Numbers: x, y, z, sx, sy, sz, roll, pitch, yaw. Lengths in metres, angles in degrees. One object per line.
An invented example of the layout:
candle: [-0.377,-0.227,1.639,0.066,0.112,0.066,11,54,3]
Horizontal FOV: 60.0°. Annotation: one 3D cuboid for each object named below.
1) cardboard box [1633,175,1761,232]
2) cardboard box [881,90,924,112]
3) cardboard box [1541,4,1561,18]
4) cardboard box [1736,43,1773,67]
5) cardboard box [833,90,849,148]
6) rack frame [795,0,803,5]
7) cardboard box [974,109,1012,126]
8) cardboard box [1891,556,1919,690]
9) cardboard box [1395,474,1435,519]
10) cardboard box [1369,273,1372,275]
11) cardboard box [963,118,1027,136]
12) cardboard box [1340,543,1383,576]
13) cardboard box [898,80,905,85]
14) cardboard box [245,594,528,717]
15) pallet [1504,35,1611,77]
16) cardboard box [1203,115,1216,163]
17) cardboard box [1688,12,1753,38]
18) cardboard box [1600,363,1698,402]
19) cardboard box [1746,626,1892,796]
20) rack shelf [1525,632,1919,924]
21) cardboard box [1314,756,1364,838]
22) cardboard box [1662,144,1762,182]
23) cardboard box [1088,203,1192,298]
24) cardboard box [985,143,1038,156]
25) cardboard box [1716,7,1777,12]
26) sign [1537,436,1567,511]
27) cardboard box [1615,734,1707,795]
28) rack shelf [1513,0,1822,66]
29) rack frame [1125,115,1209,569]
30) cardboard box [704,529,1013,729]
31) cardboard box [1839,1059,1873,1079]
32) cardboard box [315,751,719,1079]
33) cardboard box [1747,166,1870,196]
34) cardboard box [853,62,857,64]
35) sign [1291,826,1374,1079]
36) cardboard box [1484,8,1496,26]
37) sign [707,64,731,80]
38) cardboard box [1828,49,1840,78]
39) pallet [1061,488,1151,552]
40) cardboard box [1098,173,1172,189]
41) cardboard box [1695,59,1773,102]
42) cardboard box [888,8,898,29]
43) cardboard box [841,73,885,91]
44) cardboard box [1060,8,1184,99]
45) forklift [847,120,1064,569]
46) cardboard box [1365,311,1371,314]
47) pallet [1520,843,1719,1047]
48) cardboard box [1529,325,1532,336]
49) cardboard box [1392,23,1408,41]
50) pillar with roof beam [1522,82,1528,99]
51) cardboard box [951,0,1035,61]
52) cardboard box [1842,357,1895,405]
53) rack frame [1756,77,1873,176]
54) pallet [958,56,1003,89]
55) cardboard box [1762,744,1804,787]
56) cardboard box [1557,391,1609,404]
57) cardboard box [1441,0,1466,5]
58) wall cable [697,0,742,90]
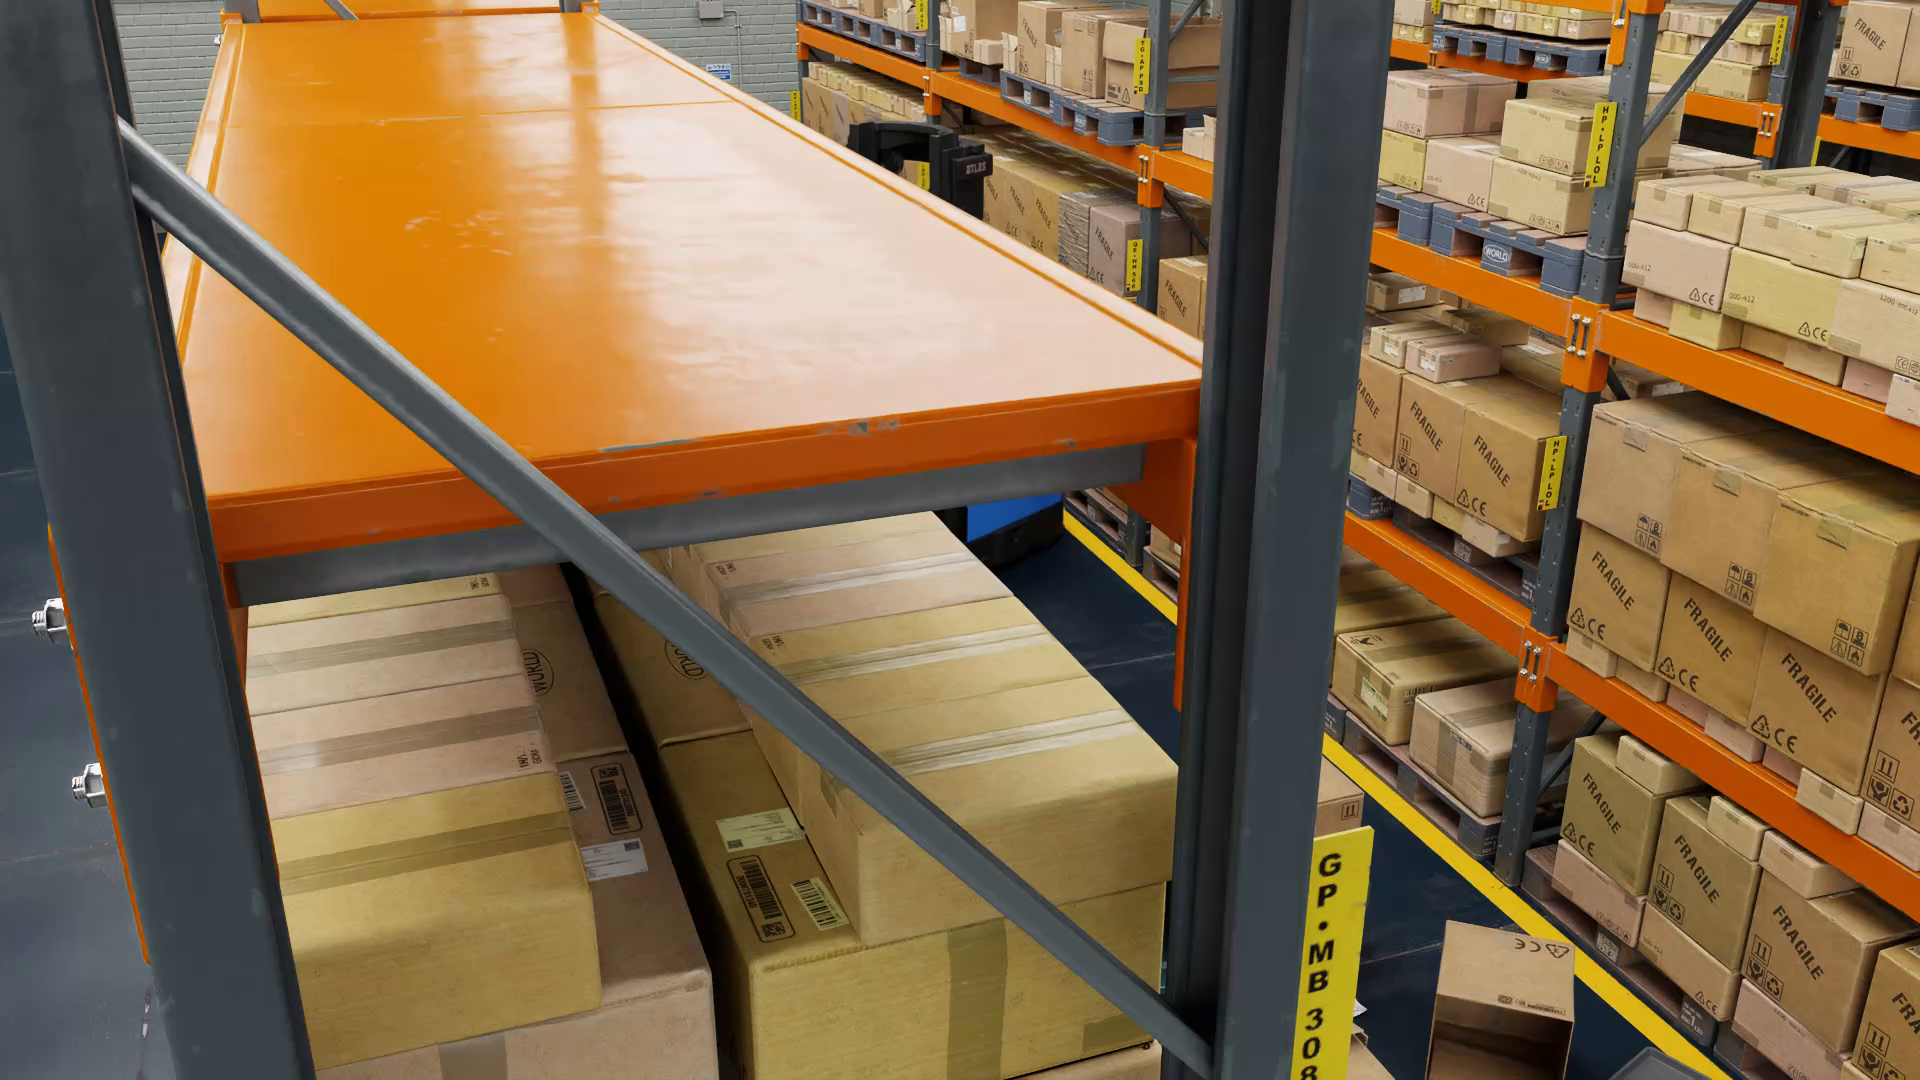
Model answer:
cardboard box: [2.840,-1.301,6.409,0.380,0.149,0.250,-9,24,-20]
cardboard box: [-0.497,-3.985,15.092,0.380,0.149,0.250,-9,24,-19]
cardboard box: [5.065,-4.431,13.810,0.380,0.149,0.250,-8,24,-19]
cardboard box: [5.913,-3.555,12.140,0.380,0.149,0.250,-8,24,-18]
cardboard box: [-0.924,-4.107,16.216,0.500,0.500,0.500,-9,24,-19]
rack frame: [-1.205,-6.951,16.656,1.000,3.000,0.127,-8,24,-19]
cardboard box: [0.339,-3.689,14.389,0.380,0.149,0.250,-9,24,-20]
cardboard box: [3.568,0.271,5.445,0.700,0.500,0.500,-9,24,-19]
cardboard box: [2.393,-0.240,8.240,0.380,0.149,0.250,-9,24,-20]
cardboard box: [2.235,-1.343,10.022,0.500,0.500,0.500,-9,24,-20]
cardboard box: [0.266,-3.446,14.648,0.500,0.500,0.500,-8,24,-19]
cardboard box: [2.079,0.211,10.229,0.950,0.372,0.625,-9,24,-20]
cardboard box: [-0.389,-4.433,16.155,0.380,0.149,0.250,-8,24,-18]
cardboard box: [-0.762,0.210,2.156,0.380,0.149,0.250,-8,24,-18]
pallet: [5.384,-4.088,13.967,1.213,0.211,1.003,-8,24,-19]
cardboard box: [1.663,-2.369,9.821,0.396,0.266,0.258,-8,24,-19]
cardboard box: [5.730,-3.880,12.528,0.380,0.149,0.250,-9,25,-21]
cardboard box: [3.199,-0.721,7.712,0.380,0.149,0.250,-8,24,-19]
cardboard box: [3.293,0.552,6.066,0.500,0.500,0.500,-9,24,-19]
rack shelf: [3.741,1.232,5.891,1.077,0.370,4.000,-8,24,-19]
cardboard box: [1.379,1.232,7.209,0.500,0.500,0.500,-8,24,-19]
cardboard box: [3.203,-1.600,7.475,0.500,0.250,0.500,-9,24,-20]
cardboard box: [1.194,-1.938,11.071,0.500,0.500,0.500,-9,24,-20]
cardboard box: [0.300,-2.860,13.256,0.500,0.500,0.500,-8,24,-19]
cardboard box: [6.102,-4.044,12.918,0.380,0.149,0.250,-7,24,-17]
sign: [2.516,-0.282,7.067,0.100,0.325,0.005,-8,24,-19]
cardboard box: [2.978,0.908,6.933,0.380,0.149,0.250,-8,24,-18]
rack shelf: [2.328,-2.802,8.252,1.077,0.370,4.000,-8,24,-19]
rack frame: [1.621,-1.280,10.924,1.000,3.000,0.127,-8,24,-19]
cardboard box: [-0.146,0.120,2.367,0.380,0.149,0.250,-9,24,-20]
cardboard box: [3.544,2.065,5.988,0.500,0.250,0.500,-9,25,-21]
cardboard box: [-0.582,0.514,1.948,0.500,0.250,0.500,-8,24,-18]
cardboard box: [3.350,-1.375,6.585,0.380,0.149,0.250,-8,24,-18]
cardboard box: [-0.891,-4.889,17.237,0.380,0.149,0.250,-8,24,-18]
sign: [0.373,0.448,1.737,0.100,0.325,0.005,-8,24,-19]
cardboard box: [4.824,-4.581,14.549,0.380,0.149,0.250,-8,24,-19]
sign: [-3.286,-6.372,22.659,0.327,0.218,0.001,-8,24,-19]
cardboard box: [6.102,-3.308,11.505,0.380,0.166,0.250,-8,24,-19]
pallet: [1.413,-0.292,12.170,1.003,0.211,1.213,-8,24,-19]
cardboard box: [1.323,-2.368,12.091,0.500,0.500,0.500,-8,24,-17]
cardboard box: [5.855,-3.428,12.353,0.500,0.250,0.500,-9,25,-21]
cardboard box: [-0.410,-4.523,14.412,0.380,0.149,0.250,-8,24,-18]
cardboard box: [-0.943,-4.448,16.191,0.380,0.149,0.250,-8,24,-18]
cardboard box: [1.094,-3.235,11.032,0.700,0.500,0.500,-10,25,-22]
forklift: [-0.626,-1.048,10.462,1.130,2.935,3.031,19,29,37]
cardboard box: [1.948,-1.081,9.399,0.500,0.500,0.500,-8,24,-18]
pallet: [3.304,1.698,7.450,1.003,0.211,1.213,-8,24,-19]
cardboard box: [5.180,-1.876,15.018,0.500,0.500,0.500,-9,25,-21]
cardboard box: [4.363,-4.861,15.884,0.380,0.149,0.250,-8,24,-19]
pillar with roof beam: [1.420,-5.966,14.318,9.100,9.000,0.400,-8,24,-19]
cardboard box: [0.248,-3.995,12.835,0.500,0.500,0.500,-9,24,-20]
cardboard box: [3.281,-0.573,5.709,0.380,0.149,0.250,-9,25,-21]
rack frame: [6.263,-1.962,12.543,1.000,3.000,0.127,-8,24,-19]
pallet: [0.578,-3.701,13.053,0.805,0.209,1.217,-9,25,-21]
cardboard box: [3.284,0.812,6.284,0.380,0.149,0.250,-8,24,-19]
cardboard box: [3.137,-0.413,7.814,0.500,0.500,0.500,-8,24,-18]
cardboard box: [4.546,-4.890,14.899,0.380,0.149,0.250,-8,24,-17]
wall cable: [-3.219,-6.715,22.471,0.585,1.953,0.123,-8,24,-19]
